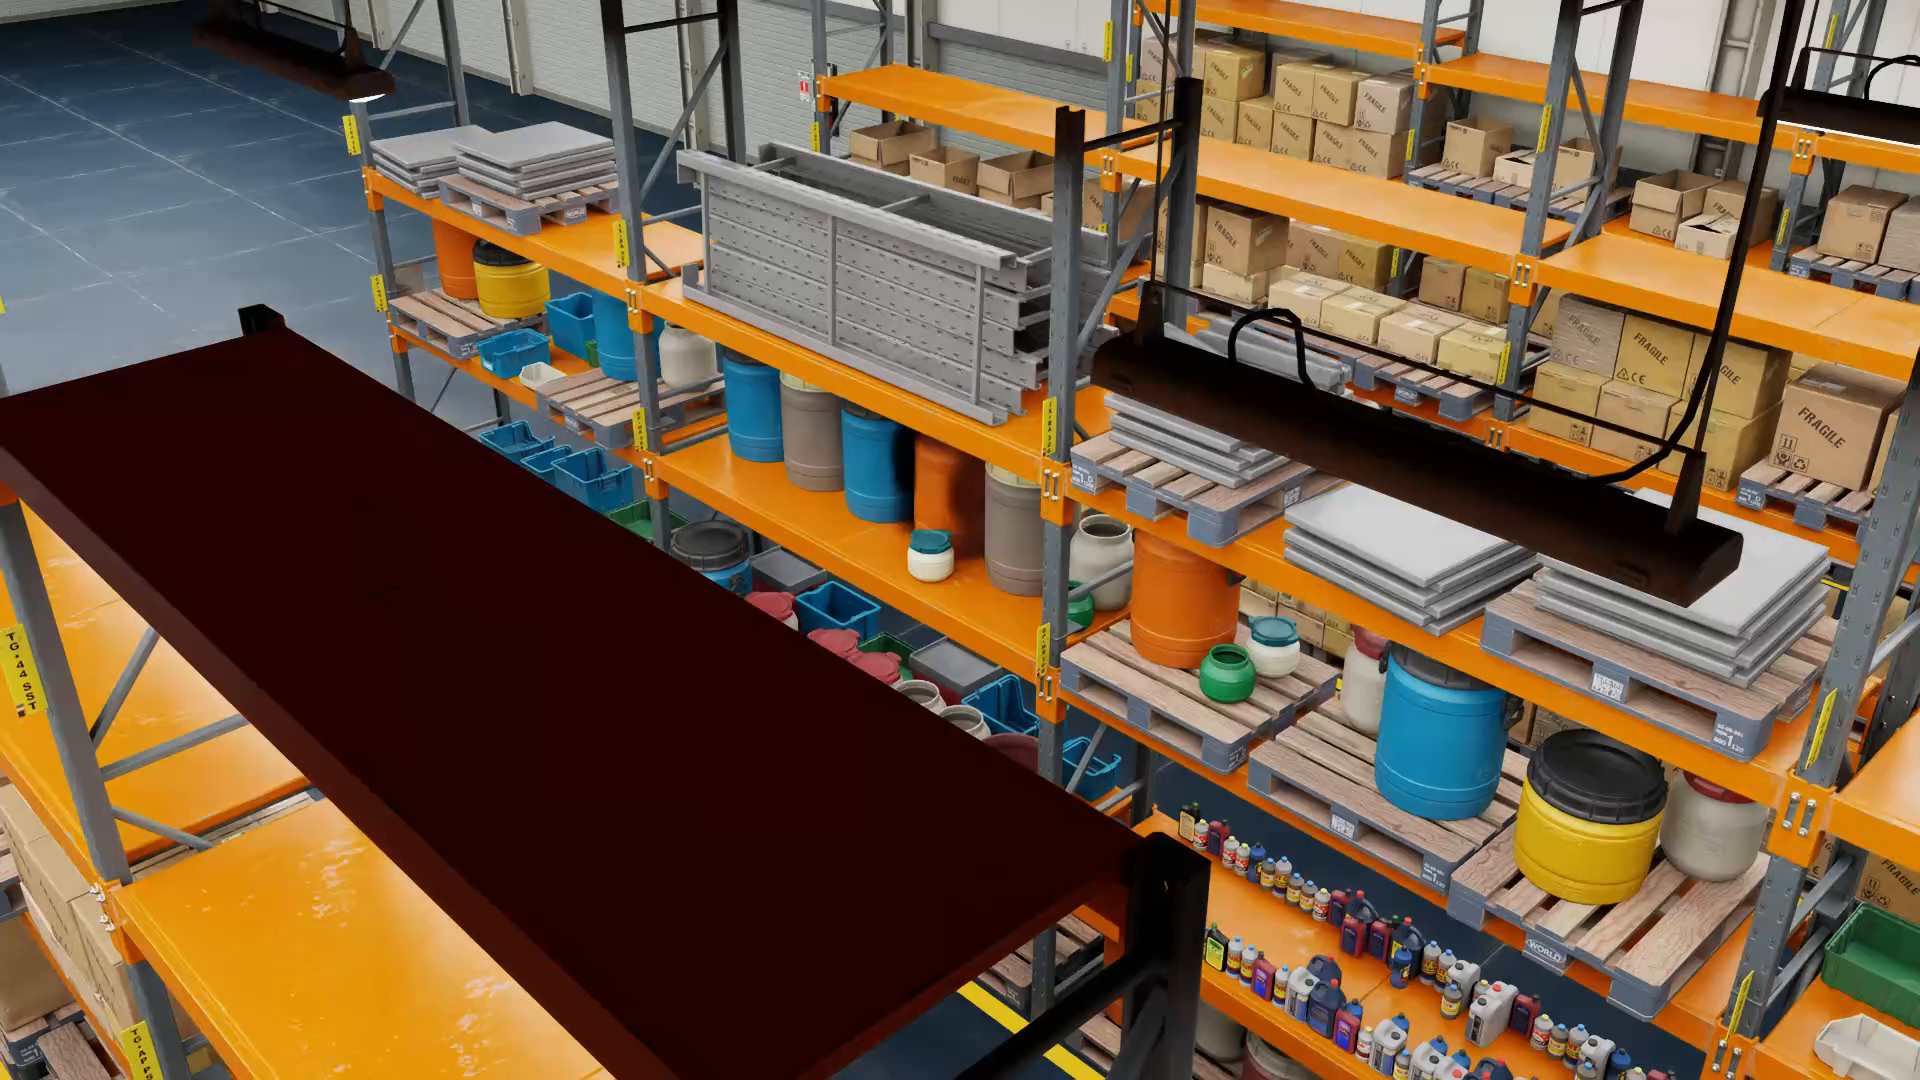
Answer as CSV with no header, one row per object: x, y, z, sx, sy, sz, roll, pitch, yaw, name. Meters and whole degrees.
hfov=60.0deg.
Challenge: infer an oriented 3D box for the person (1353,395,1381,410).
3.922,-0.848,16.770,0.488,1.703,0.573,10,30,18,person
